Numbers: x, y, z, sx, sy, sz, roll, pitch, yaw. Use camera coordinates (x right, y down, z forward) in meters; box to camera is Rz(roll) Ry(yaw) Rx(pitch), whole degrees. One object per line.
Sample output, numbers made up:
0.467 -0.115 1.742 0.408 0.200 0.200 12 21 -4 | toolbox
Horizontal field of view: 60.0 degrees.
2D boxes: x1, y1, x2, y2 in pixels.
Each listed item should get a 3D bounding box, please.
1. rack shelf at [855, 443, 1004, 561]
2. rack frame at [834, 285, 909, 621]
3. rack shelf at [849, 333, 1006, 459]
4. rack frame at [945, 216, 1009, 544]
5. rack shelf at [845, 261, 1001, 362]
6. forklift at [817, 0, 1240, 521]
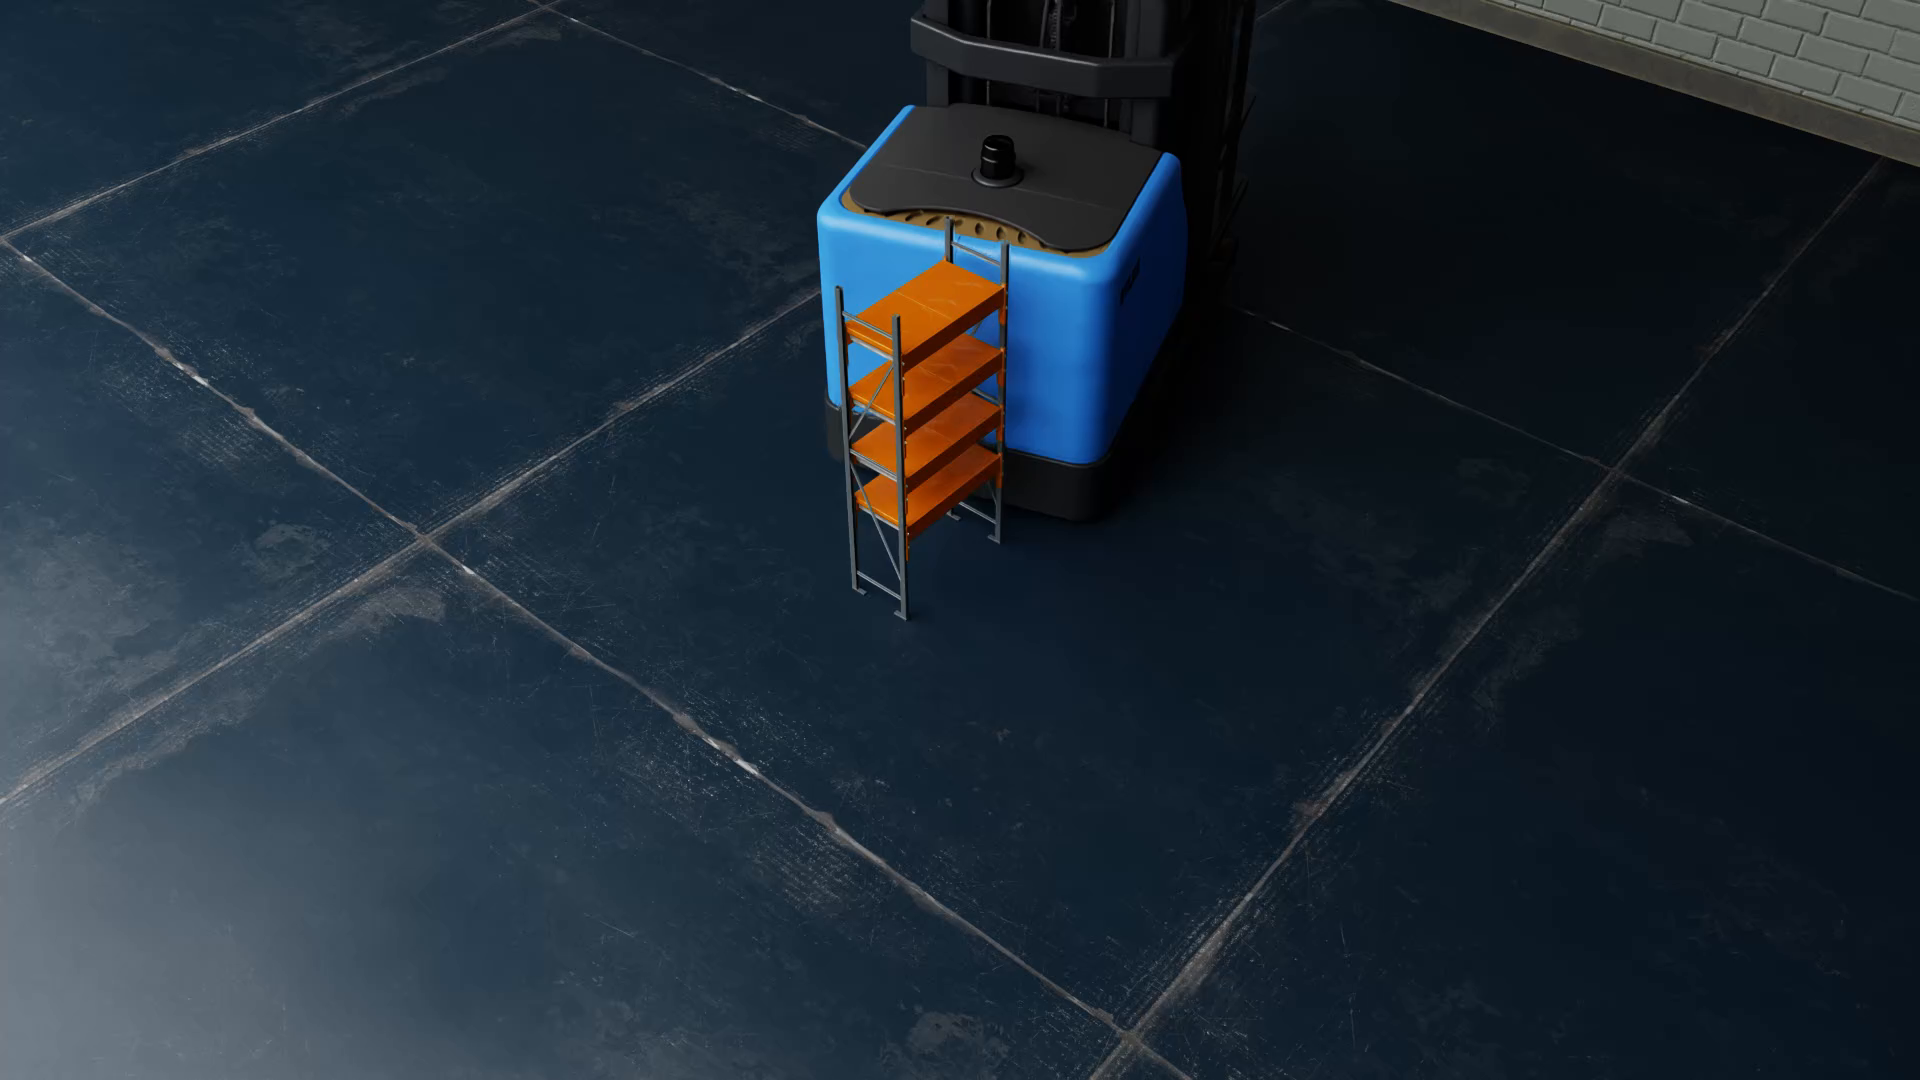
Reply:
-0.107 -0.162 5.431 0.258 0.148 0.480 29 50 28 | rack shelf
-0.264 -0.233 5.114 0.240 1.200 0.015 29 50 28 | rack frame
-0.107 -0.474 5.147 0.258 0.148 0.480 29 50 28 | rack shelf
0.051 -0.484 5.391 0.240 1.200 0.015 29 50 28 | rack frame
-0.107 -0.678 4.962 0.221 0.050 0.457 29 50 28 | rack shelf
0.327 -1.787 5.584 1.129 2.867 1.939 14 44 15 | forklift
